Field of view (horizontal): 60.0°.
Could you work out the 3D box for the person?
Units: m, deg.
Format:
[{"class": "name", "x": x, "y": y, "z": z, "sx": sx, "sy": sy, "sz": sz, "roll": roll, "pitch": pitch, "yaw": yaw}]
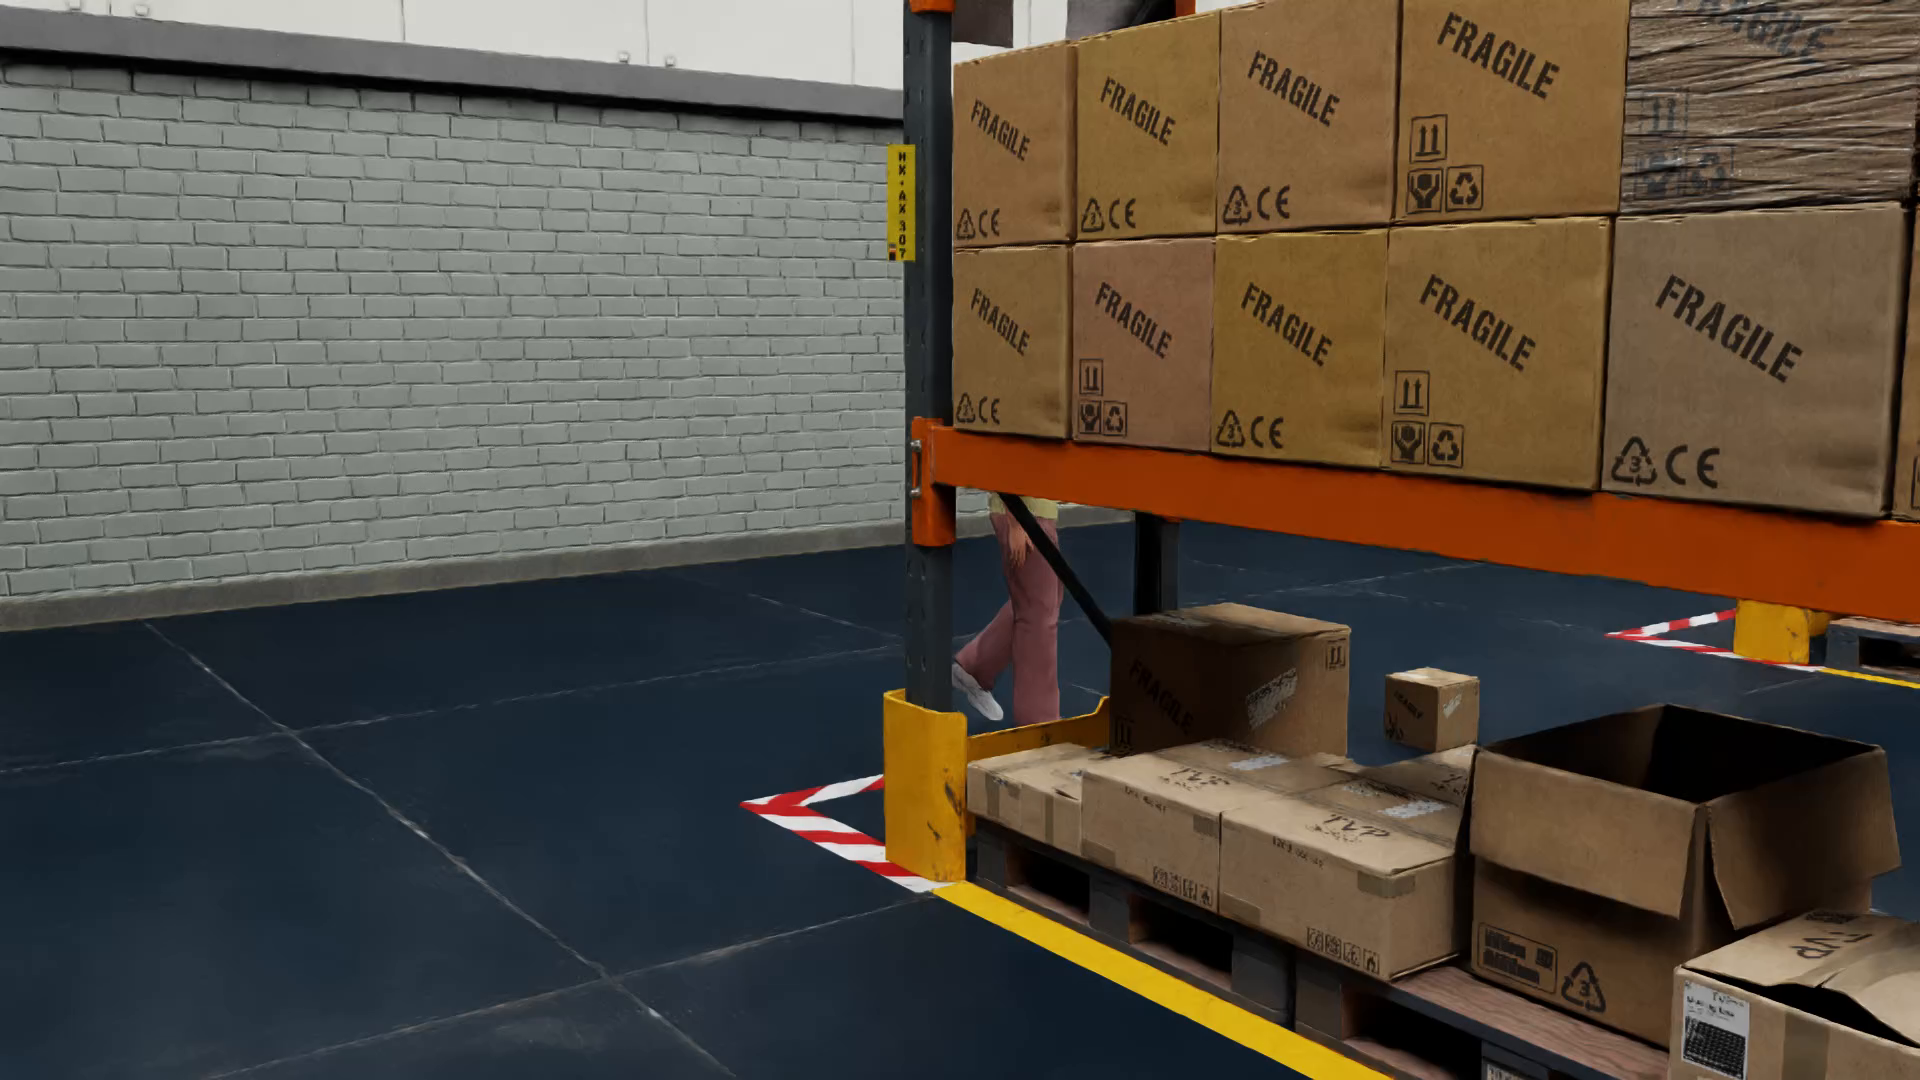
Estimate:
[{"class": "person", "x": 0.204, "y": -0.064, "z": 6.140, "sx": 0.525, "sy": 1.667, "sz": 0.615, "roll": -1, "pitch": 8, "yaw": -5}]
